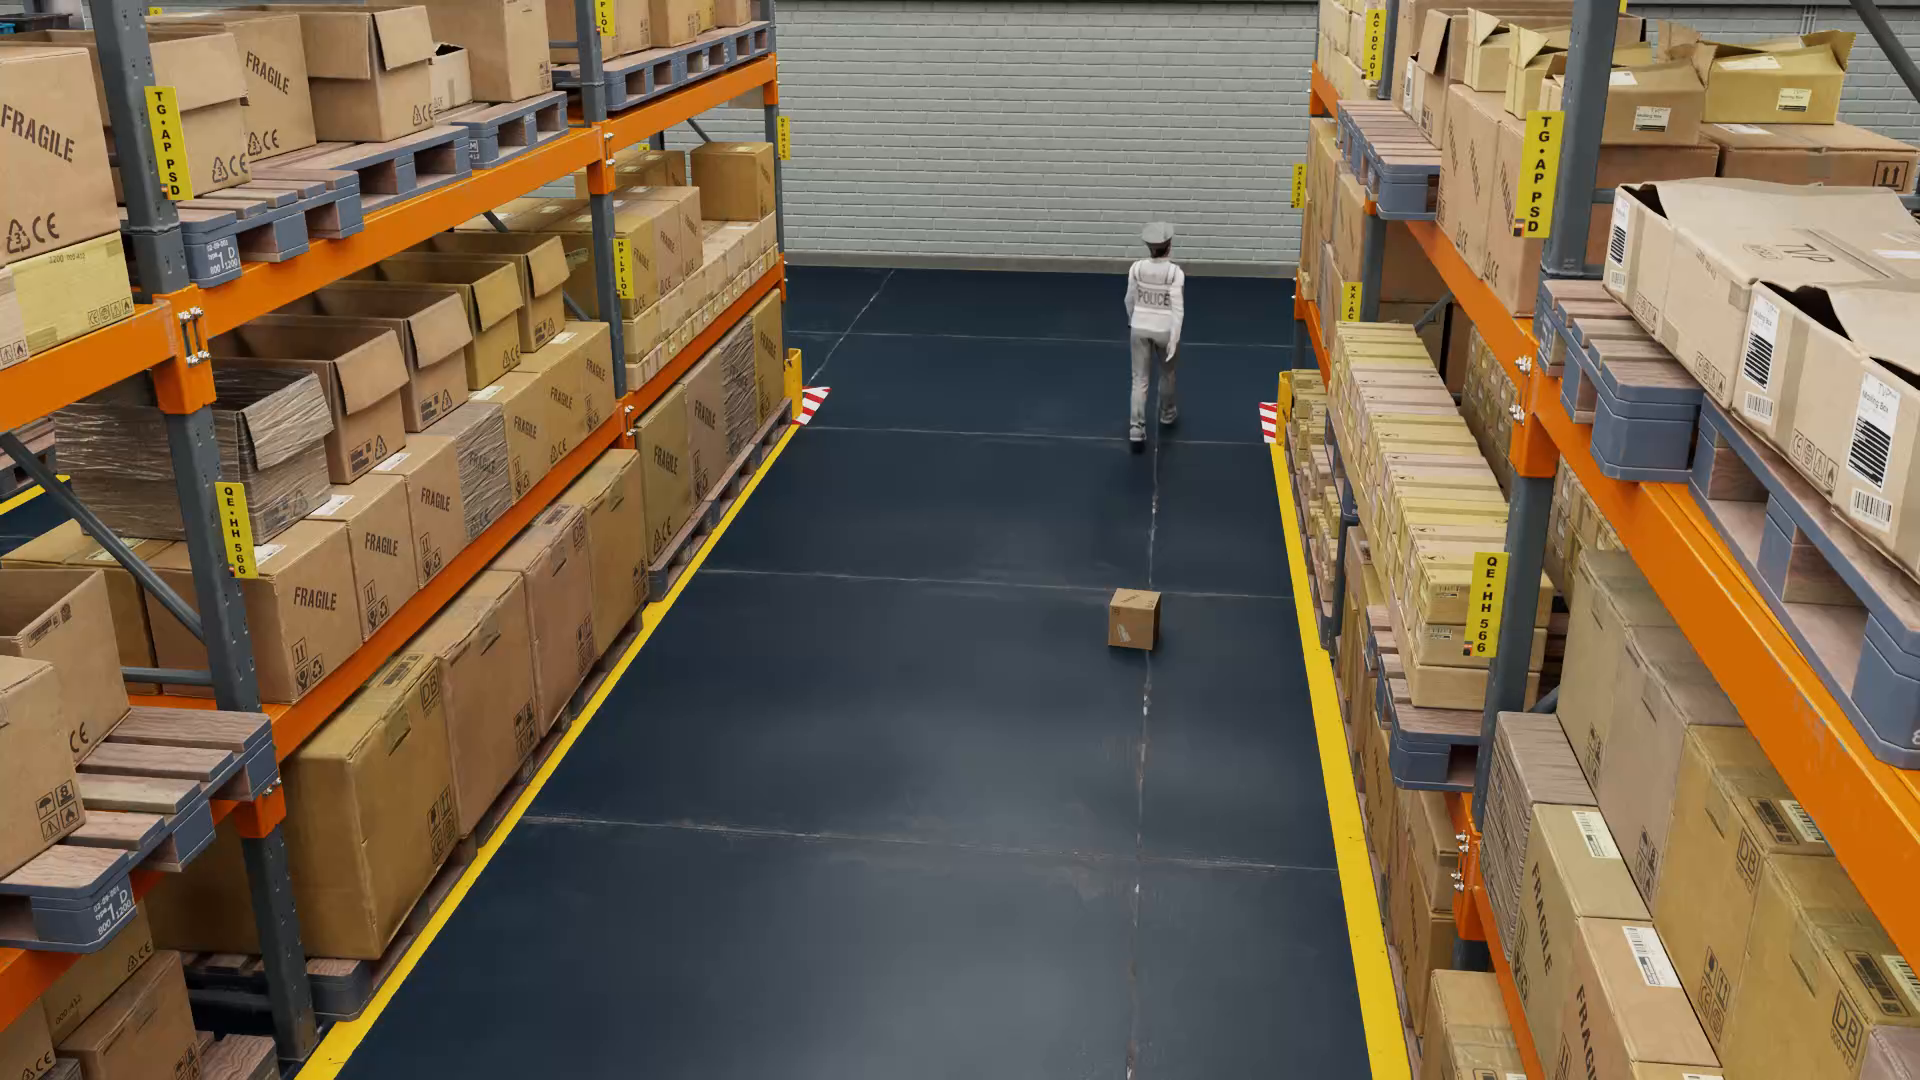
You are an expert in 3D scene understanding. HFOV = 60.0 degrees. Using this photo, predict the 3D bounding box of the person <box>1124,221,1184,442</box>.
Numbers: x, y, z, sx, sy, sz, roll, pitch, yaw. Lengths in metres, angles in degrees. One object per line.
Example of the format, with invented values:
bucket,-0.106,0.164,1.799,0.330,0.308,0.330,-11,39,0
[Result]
person,1.480,-1.611,12.656,0.483,1.634,0.996,6,22,15
